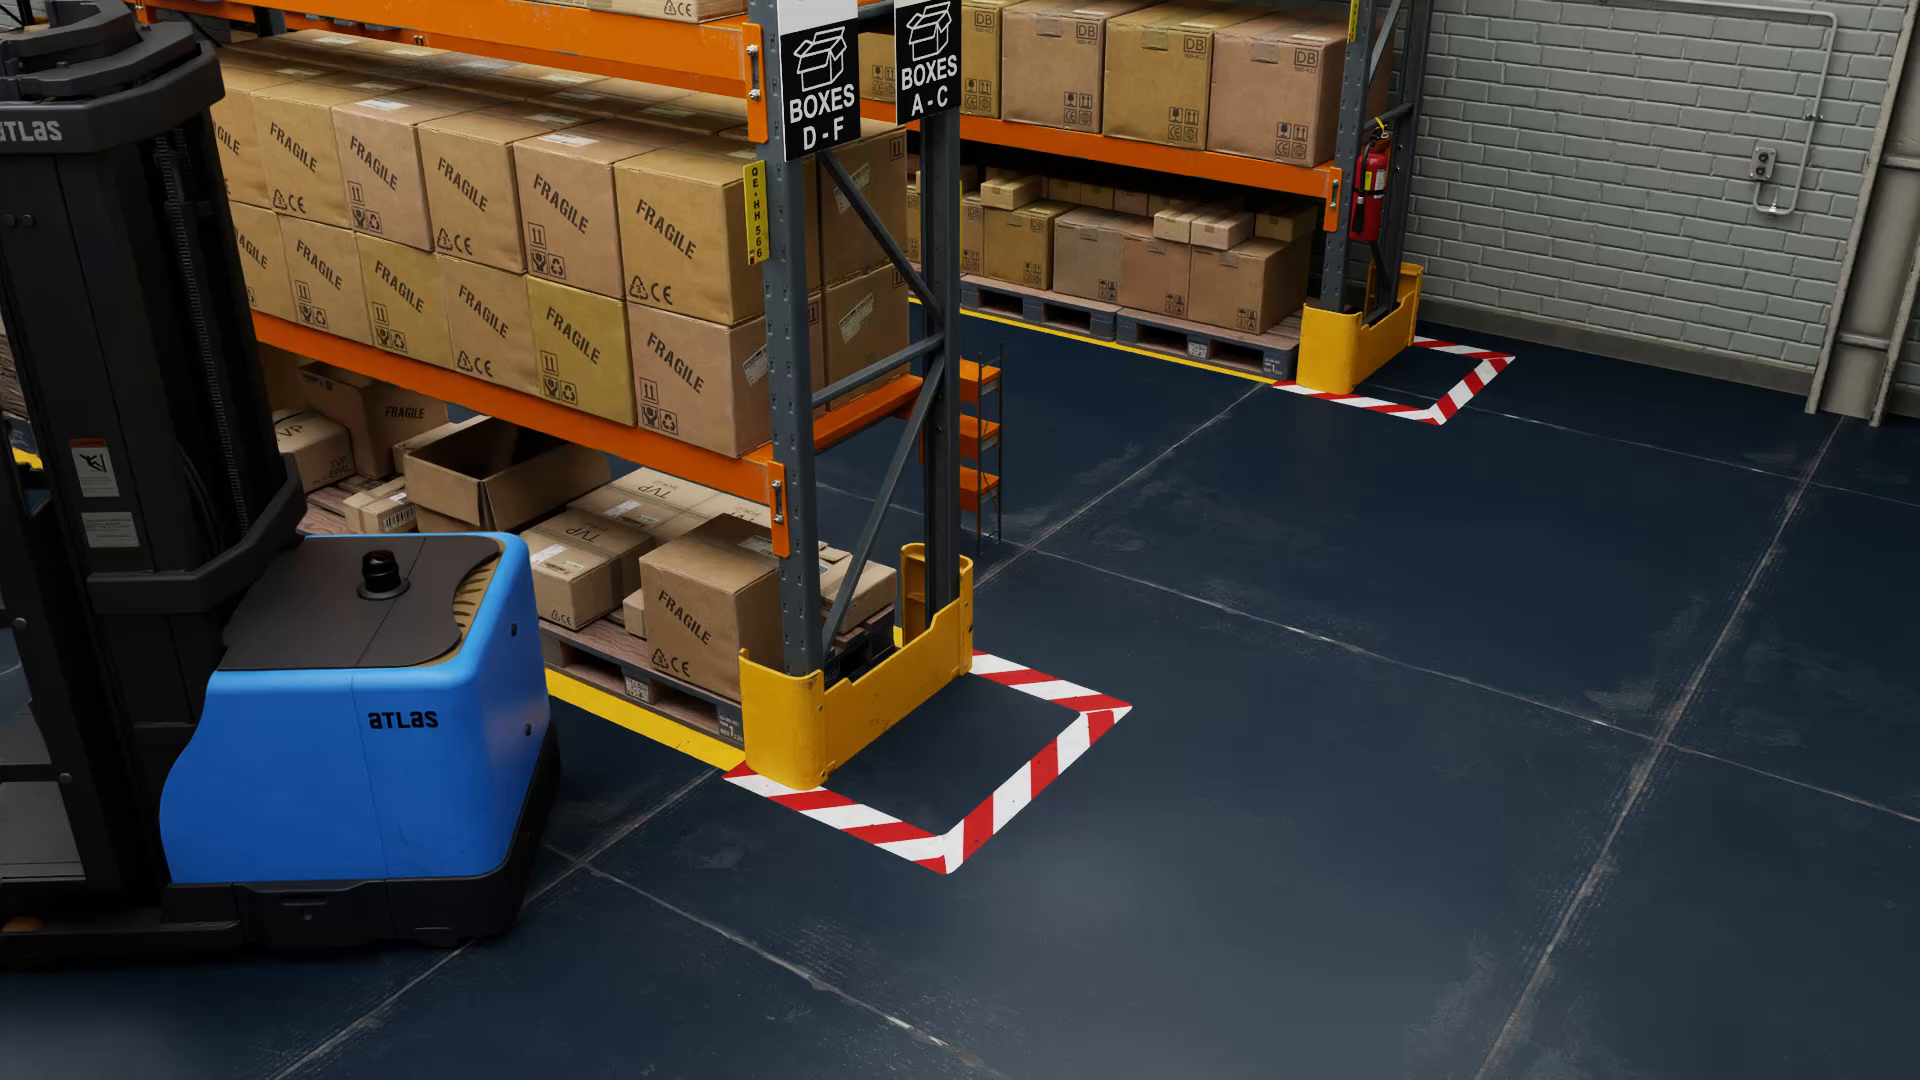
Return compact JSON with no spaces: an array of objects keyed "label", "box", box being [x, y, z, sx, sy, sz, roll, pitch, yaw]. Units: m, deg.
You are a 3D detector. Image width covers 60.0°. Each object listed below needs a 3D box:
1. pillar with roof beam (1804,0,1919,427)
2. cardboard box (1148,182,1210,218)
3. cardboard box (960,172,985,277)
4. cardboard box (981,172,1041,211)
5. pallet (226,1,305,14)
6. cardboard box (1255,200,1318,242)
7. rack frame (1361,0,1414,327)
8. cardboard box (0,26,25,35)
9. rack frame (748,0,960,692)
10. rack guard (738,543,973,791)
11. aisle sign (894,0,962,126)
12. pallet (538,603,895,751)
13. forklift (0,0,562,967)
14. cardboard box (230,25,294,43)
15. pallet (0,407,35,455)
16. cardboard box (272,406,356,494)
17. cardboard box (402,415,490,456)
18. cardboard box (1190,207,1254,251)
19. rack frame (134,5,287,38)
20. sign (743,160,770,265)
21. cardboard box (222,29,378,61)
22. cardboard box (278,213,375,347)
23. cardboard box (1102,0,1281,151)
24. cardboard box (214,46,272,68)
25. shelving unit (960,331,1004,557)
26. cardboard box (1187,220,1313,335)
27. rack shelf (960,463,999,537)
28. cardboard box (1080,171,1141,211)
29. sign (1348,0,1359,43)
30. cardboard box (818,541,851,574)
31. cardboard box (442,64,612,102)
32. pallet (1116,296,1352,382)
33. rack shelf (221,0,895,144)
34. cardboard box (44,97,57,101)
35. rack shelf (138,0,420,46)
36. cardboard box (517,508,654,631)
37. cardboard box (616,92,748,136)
[{"label":"pillar with roof beam","box":[2.749,-3.155,4.529,0.400,9.000,9.100,17,32,30]},{"label":"cardboard box","box":[1.430,-2.203,10.849,0.250,0.149,0.380,18,32,31]},{"label":"cardboard box","box":[0.145,-2.201,11.560,0.500,0.500,0.700,17,32,30]},{"label":"cardboard box","box":[0.342,-2.330,11.099,0.250,0.149,0.380,16,31,29]},{"label":"pallet","box":[-5.778,-4.923,14.828,1.213,0.211,1.003,17,32,30]},{"label":"cardboard box","box":[2.054,-2.008,10.467,0.250,0.149,0.380,18,32,31]},{"label":"rack frame","box":[2.469,-2.460,9.777,0.053,2.616,0.949,17,32,30]},{"label":"cardboard box","box":[-10.198,-5.356,17.947,0.500,0.311,0.500,14,30,25]},{"label":"rack frame","box":[-0.330,-0.608,6.138,0.127,3.000,1.000,17,32,30]},{"label":"rack guard","box":[-0.393,0.486,6.743,0.348,0.500,1.175,17,32,30]},{"label":"aisle sign","box":[-0.108,-1.859,5.730,0.004,0.787,0.394,17,32,30]},{"label":"pallet","box":[-1.051,0.411,7.210,1.213,0.211,1.003,17,32,30]},{"label":"forklift","box":[-3.020,-0.140,5.294,3.031,2.935,1.130,-1,27,-2]},{"label":"cardboard box","box":[-6.439,-4.664,15.552,0.500,0.250,0.500,17,31,29]},{"label":"pallet","box":[-5.329,-0.900,9.787,1.213,0.211,1.003,17,32,30]},{"label":"cardboard box","box":[-3.404,-0.445,8.296,0.500,0.311,0.500,17,32,30]},{"label":"cardboard box","box":[-2.379,-0.400,8.209,0.500,0.311,0.500,17,32,30]},{"label":"cardboard box","box":[1.629,-1.931,10.314,0.250,0.149,0.380,17,31,30]},{"label":"rack frame","box":[-3.627,-1.635,8.156,0.127,3.000,1.000,17,32,30]},{"label":"sign","box":[-0.661,-1.063,5.406,0.005,0.325,0.100,17,32,30]},{"label":"cardboard box","box":[-3.064,-2.093,7.842,0.500,0.500,0.500,17,32,31]},{"label":"cardboard box","box":[-2.527,-1.188,7.166,0.500,0.500,0.500,17,32,30]},{"label":"cardboard box","box":[1.439,-2.905,10.320,0.700,0.700,0.980,17,32,30]},{"label":"cardboard box","box":[-3.398,-1.899,7.462,0.500,0.500,0.500,18,32,32]},{"label":"shelving unit","box":[0.044,-0.454,7.985,0.252,1.050,0.215,17,32,30]},{"label":"cardboard box","box":[1.838,-1.677,10.530,0.500,0.500,0.700,17,32,30]},{"label":"rack shelf","box":[0.044,-0.197,8.116,0.240,0.259,0.215,17,32,30]},{"label":"cardboard box","box":[1.008,-2.333,11.106,0.250,0.149,0.380,18,32,31]},{"label":"sign","box":[2.153,-2.884,9.071,0.005,0.325,0.100,17,32,30]},{"label":"cardboard box","box":[-0.687,0.158,7.271,0.250,0.166,0.380,17,32,30]},{"label":"cardboard box","box":[-1.811,-1.703,7.076,0.500,0.500,0.500,17,32,30]},{"label":"pallet","box":[1.768,-1.394,10.757,1.213,0.211,1.003,17,32,30]},{"label":"rack shelf","box":[-1.979,-2.138,6.630,4.000,0.370,1.077,17,32,30]},{"label":"cardboard box","box":[-4.494,-2.225,8.742,0.500,0.500,0.700,23,35,38]},{"label":"rack shelf","box":[-5.772,-4.708,14.988,4.000,0.370,1.077,17,32,30]},{"label":"cardboard box","box":[-1.684,0.118,7.257,0.500,0.250,0.500,17,32,30]},{"label":"cardboard box","box":[-0.982,-1.442,6.564,0.500,0.500,0.500,18,32,31]}]
